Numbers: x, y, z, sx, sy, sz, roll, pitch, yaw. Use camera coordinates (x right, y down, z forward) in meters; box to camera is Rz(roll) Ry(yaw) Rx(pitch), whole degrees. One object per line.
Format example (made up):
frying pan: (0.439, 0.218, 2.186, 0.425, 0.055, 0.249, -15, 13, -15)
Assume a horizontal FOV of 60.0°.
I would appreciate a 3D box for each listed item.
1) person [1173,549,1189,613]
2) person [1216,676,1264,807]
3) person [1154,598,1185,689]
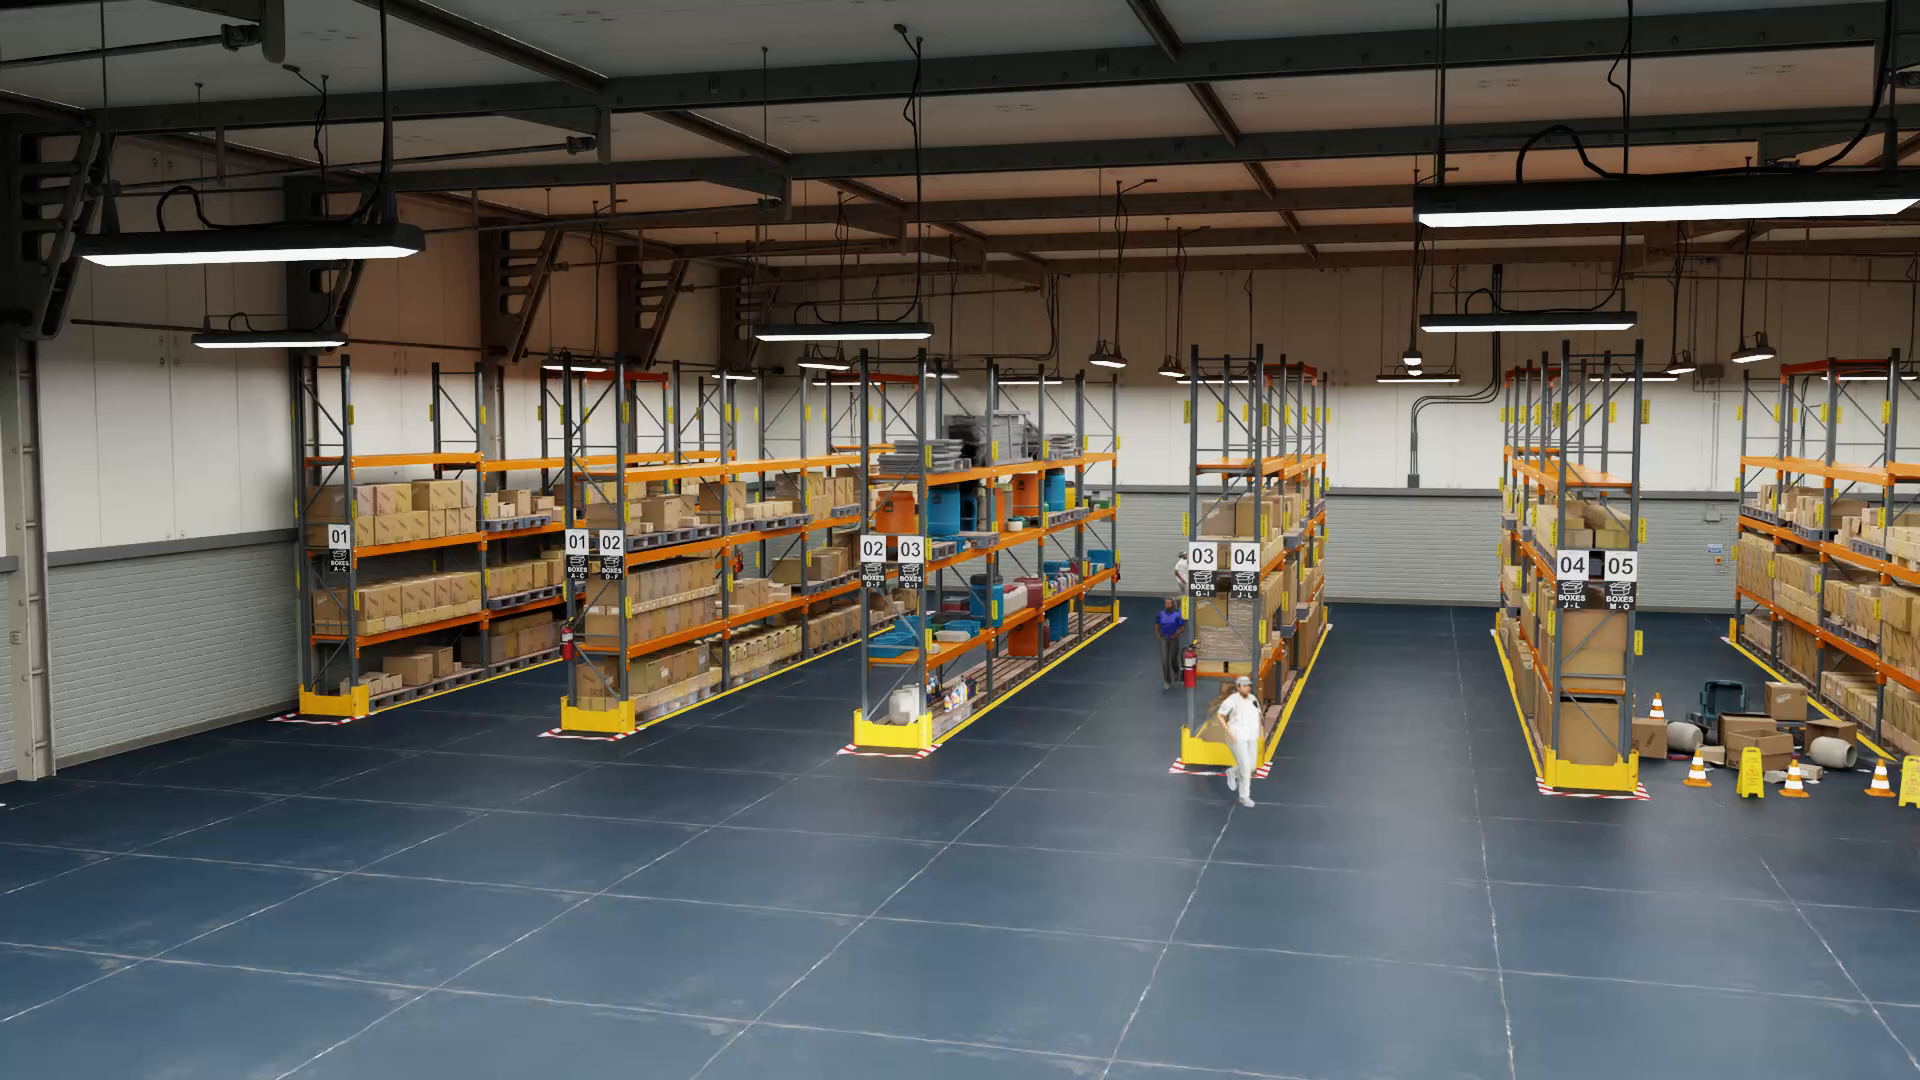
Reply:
person: (5.651, 1.044, 41.865, 0.558, 1.657, 0.574, 2, 5, 21)
person: (3.634, 2.576, 21.575, 0.633, 1.654, 0.731, -2, 5, -27)
person: (3.861, 1.886, 30.694, 0.585, 1.651, 0.727, 1, 4, 15)
